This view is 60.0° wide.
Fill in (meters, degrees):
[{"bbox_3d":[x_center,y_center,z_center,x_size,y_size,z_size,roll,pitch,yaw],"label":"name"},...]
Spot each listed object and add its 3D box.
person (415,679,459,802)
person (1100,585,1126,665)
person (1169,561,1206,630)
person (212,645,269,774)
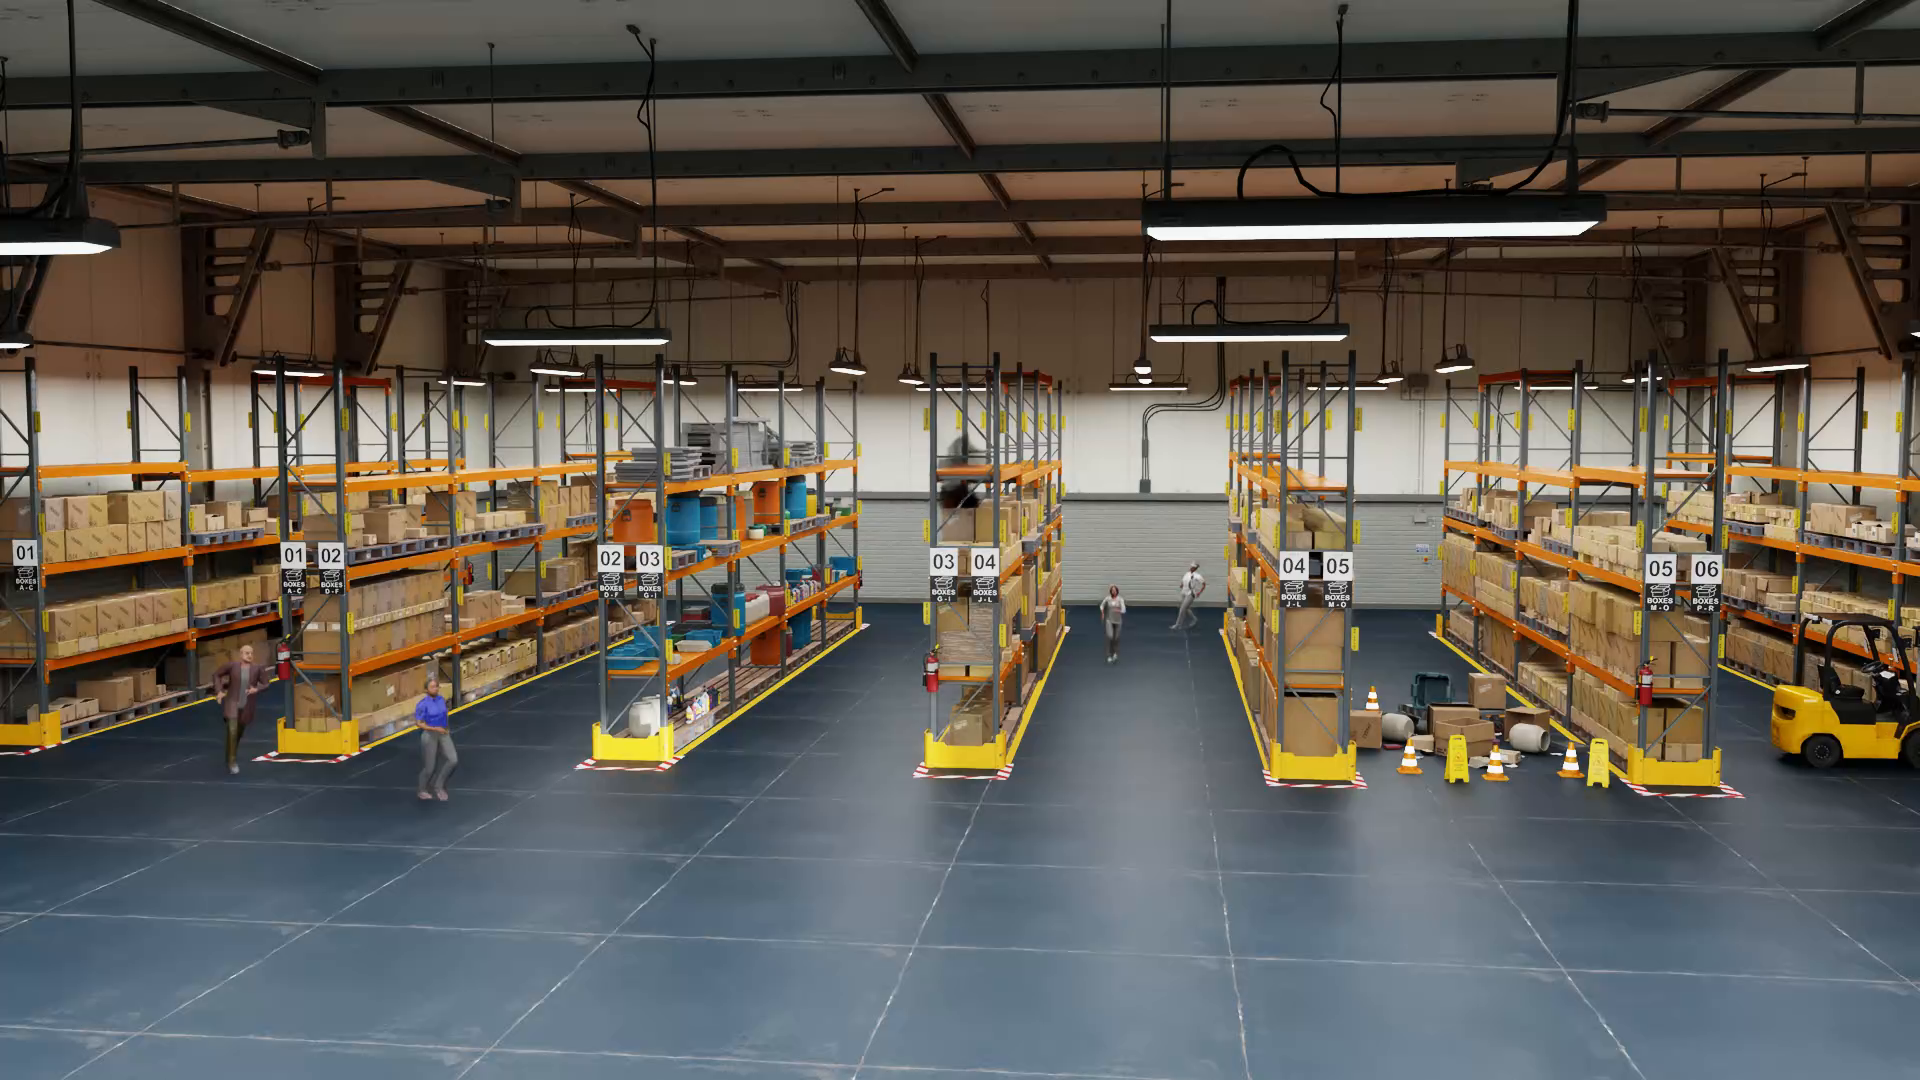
[{"bbox_3d":[-6.919,2.645,21.915,0.656,1.651,0.553,3,5,37],"label":"person"},{"bbox_3d":[3.186,1.764,34.585,0.505,1.631,0.717,0,4,-1],"label":"person"},{"bbox_3d":[5.478,1.328,39.920,0.904,1.643,0.634,-2,5,-28],"label":"person"},{"bbox_3d":[-10.402,2.412,24.104,0.705,1.768,1.019,-3,5,-36],"label":"person"}]
